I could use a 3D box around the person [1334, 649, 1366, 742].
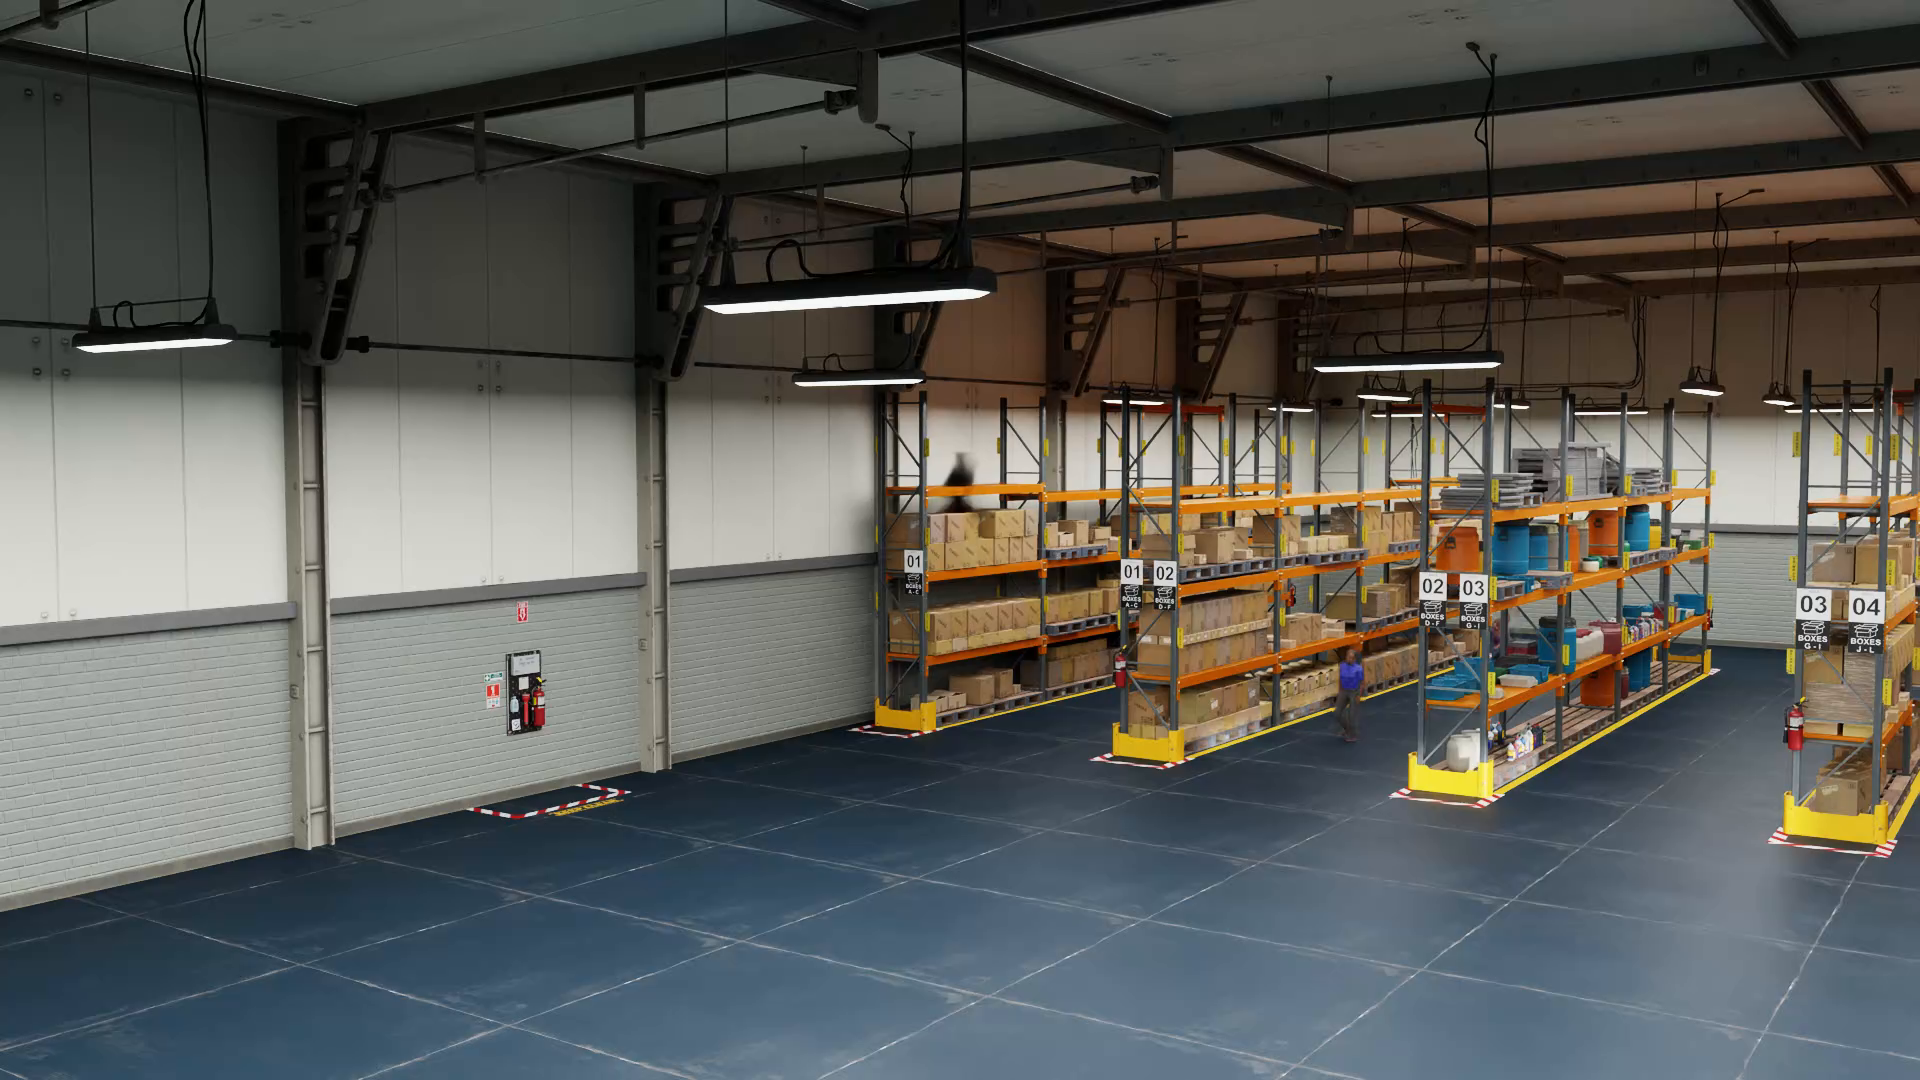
[{"bbox_3d":[6.602,2.634,28.183,0.600,1.607,0.578,2,4,36],"label":"person"}]

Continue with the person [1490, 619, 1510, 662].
[{"bbox_3d":[11.430,2.335,34.958,1.013,1.389,0.546,-3,4,-43],"label":"person"}]
